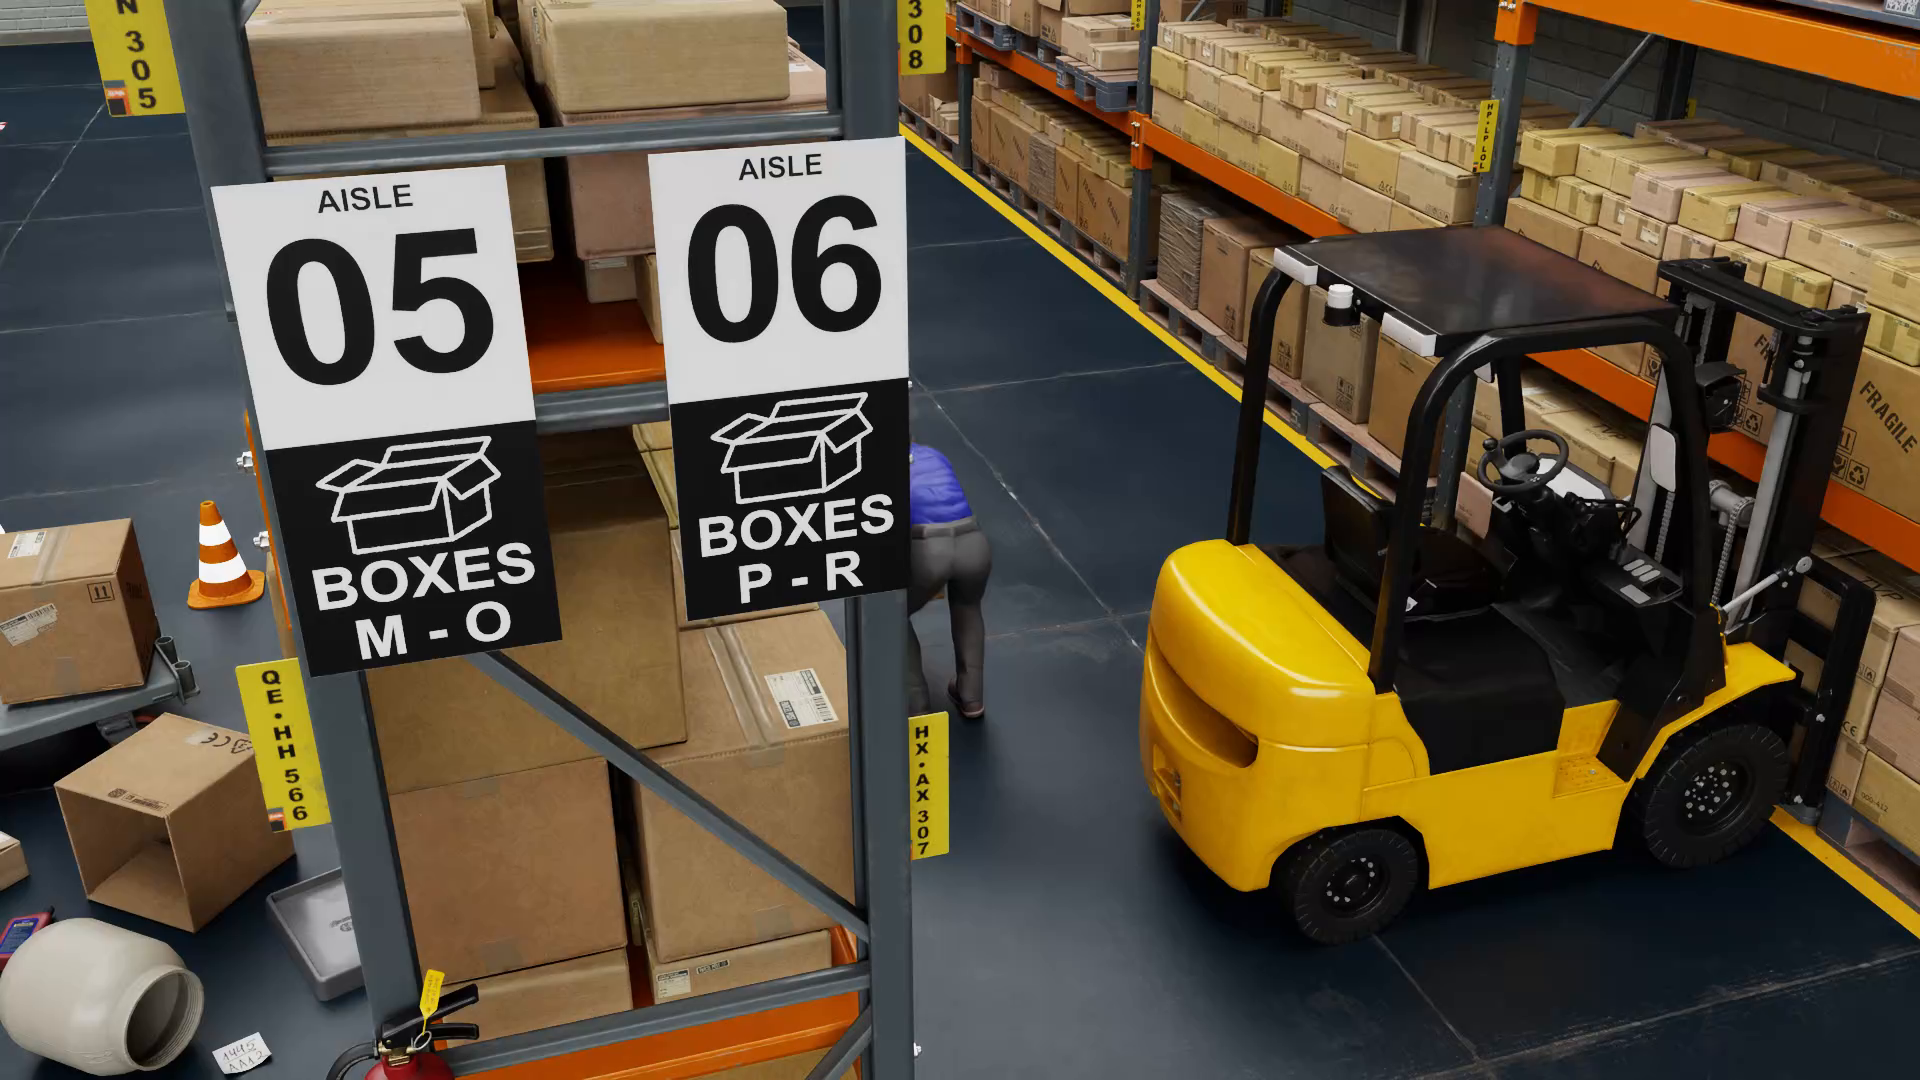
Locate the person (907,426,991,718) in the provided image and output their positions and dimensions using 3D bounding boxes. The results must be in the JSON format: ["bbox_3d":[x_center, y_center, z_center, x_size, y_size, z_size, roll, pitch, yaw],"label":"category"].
[{"bbox_3d":[-0.159,0.126,6.938,0.444,1.153,0.840,-10,28,-19],"label":"person"}]
